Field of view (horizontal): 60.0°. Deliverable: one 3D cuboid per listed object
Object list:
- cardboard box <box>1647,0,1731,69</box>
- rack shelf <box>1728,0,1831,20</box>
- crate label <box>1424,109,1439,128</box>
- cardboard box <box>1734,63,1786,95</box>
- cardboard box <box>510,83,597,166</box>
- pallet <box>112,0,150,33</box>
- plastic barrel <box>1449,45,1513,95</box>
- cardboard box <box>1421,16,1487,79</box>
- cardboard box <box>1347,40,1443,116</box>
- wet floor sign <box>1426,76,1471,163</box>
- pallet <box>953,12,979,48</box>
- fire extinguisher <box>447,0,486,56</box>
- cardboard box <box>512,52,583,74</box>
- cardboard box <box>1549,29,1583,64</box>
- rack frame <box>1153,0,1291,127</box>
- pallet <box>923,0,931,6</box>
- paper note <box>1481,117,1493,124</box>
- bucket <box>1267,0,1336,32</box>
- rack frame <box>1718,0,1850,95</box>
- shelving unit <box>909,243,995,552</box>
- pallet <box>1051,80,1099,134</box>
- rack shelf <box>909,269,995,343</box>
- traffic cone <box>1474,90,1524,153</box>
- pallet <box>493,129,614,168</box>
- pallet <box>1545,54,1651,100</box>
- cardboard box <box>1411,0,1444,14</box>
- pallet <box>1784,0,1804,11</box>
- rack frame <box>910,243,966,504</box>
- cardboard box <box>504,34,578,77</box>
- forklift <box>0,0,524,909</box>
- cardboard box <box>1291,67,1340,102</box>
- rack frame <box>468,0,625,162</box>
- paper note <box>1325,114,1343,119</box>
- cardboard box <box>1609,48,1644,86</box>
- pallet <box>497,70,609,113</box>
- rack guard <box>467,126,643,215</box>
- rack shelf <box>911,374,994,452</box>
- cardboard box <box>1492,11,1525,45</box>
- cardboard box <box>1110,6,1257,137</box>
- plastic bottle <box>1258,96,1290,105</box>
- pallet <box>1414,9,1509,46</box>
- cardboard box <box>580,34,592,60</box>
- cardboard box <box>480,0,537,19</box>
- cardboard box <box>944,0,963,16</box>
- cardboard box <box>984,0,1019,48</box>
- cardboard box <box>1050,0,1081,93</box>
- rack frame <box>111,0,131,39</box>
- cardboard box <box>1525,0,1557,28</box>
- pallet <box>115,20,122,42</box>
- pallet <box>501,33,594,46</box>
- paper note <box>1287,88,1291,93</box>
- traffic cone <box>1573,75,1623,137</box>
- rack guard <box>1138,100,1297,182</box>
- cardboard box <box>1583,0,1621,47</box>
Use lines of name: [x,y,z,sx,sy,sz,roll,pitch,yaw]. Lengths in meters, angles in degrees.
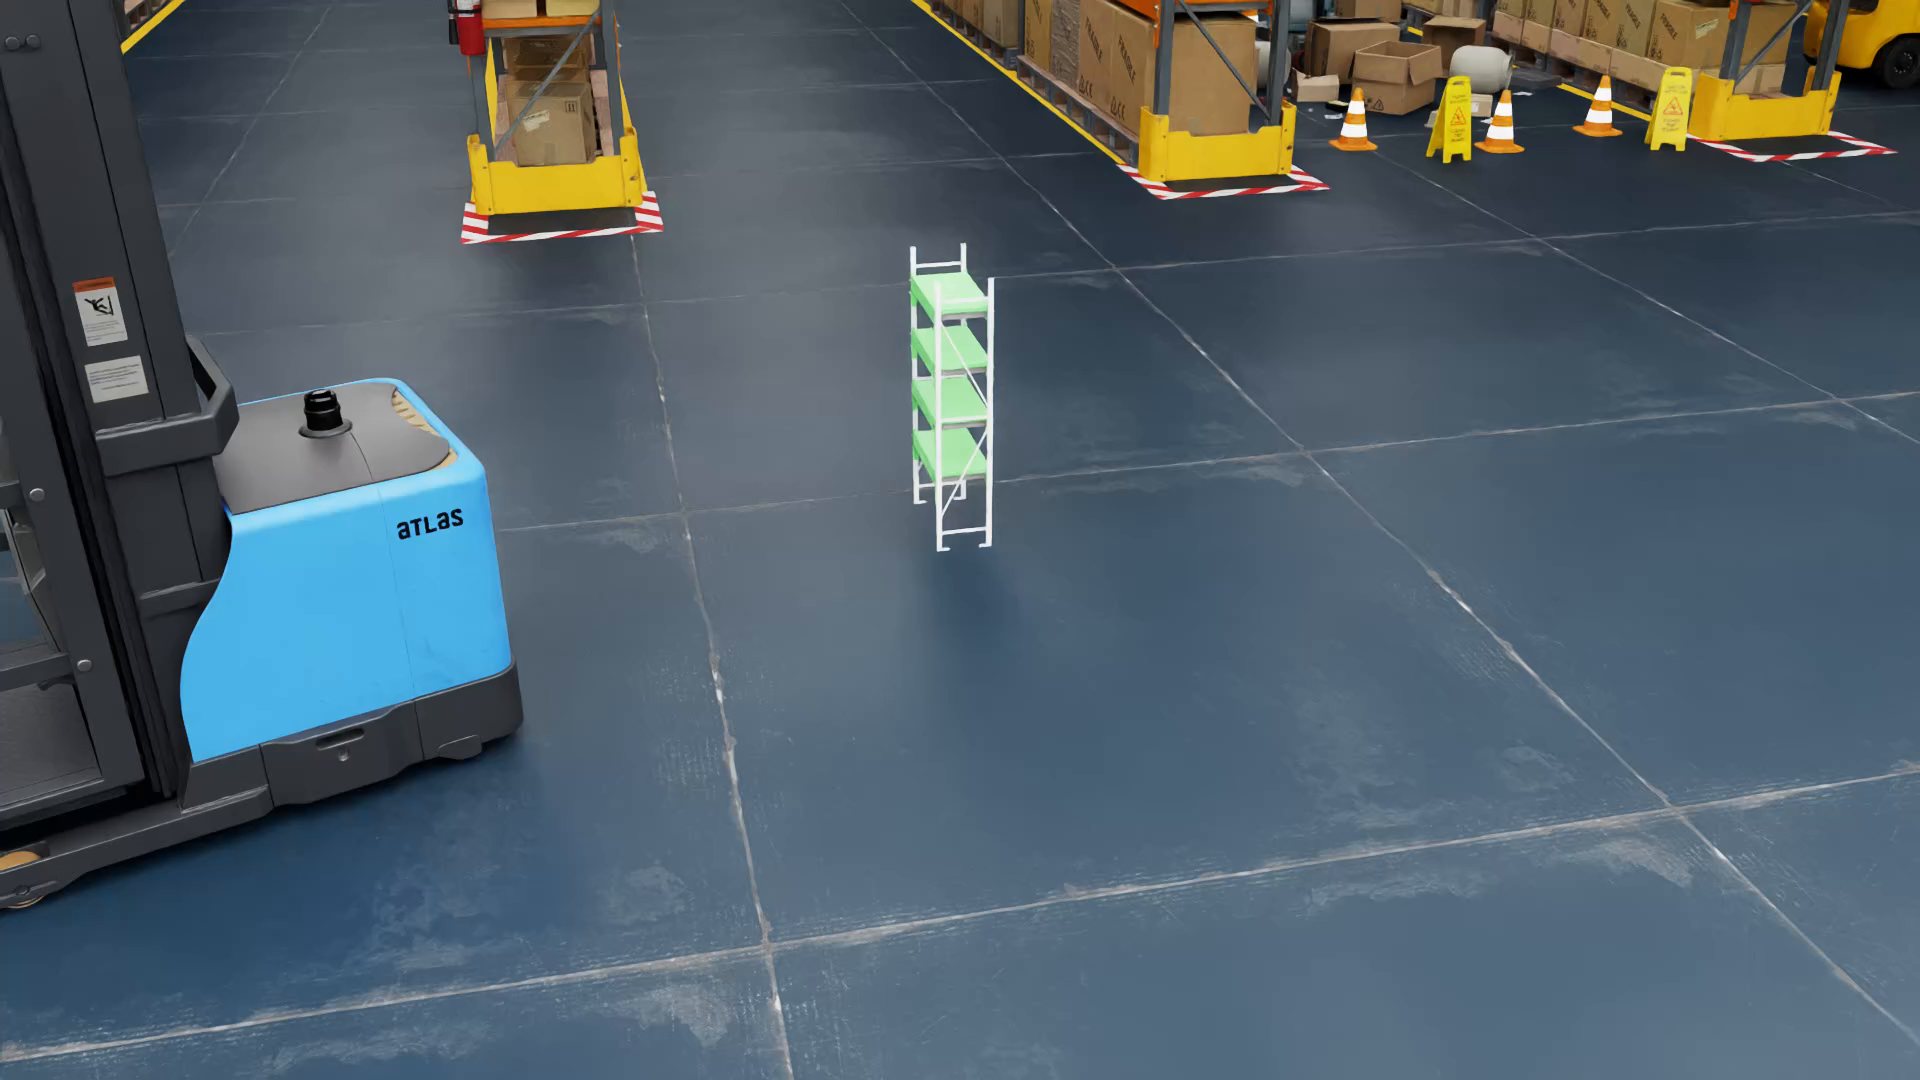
cardboard box: [6.333,-4.370,14.333,0.500,0.500,0.500,-6,27,-11]
rack shelf: [6.317,-5.307,15.234,1.077,0.370,4.000,-6,27,-12]
crate label: [4.172,-3.607,14.244,0.250,0.136,0.298,-23,35,-38]
cardboard box: [6.856,-4.092,14.615,0.500,0.250,0.500,-6,27,-12]
cardboard box: [-3.012,-3.091,12.354,0.500,0.500,0.500,-1,27,-2]
pallet: [-9.734,-5.850,18.606,1.003,0.211,1.213,-6,27,-12]
plastic barrel: [4.827,-4.353,15.405,0.512,0.421,0.421,13,30,24]
cardboard box: [4.782,-4.783,16.168,0.500,0.500,0.500,13,30,24]
cardboard box: [3.906,-4.150,14.913,0.637,0.503,0.797,19,32,32]
wet floor sign: [3.904,-3.341,13.152,0.267,0.644,0.232,-11,29,-20]
pallet: [0.541,-5.582,18.075,1.003,0.211,1.213,-6,27,-12]
fire extinguisher: [-3.310,-3.612,11.164,0.296,0.674,0.183,-6,27,-12]
cardboard box: [-3.302,-3.627,13.415,0.500,0.500,0.500,-3,27,-7]
cardboard box: [5.990,-4.714,15.846,0.500,0.250,0.500,-6,27,-12]
rack frame: [1.968,-4.203,12.249,1.000,3.000,0.127,-6,27,-12]
pallet: [-0.010,-6.814,20.515,1.003,0.211,1.213,-6,27,-12]
paper note: [4.616,-3.638,14.423,0.148,0.019,0.142,-16,31,-29]
bucket: [3.343,-5.351,16.468,0.726,0.611,0.620,3,17,6]
rack frame: [6.768,-4.750,13.332,1.000,3.000,0.127,-6,27,-12]
shelving unit: [-0.037,-0.608,7.124,0.258,1.200,0.503,-6,27,-12]
pallet: [1.440,-3.836,14.616,1.003,0.211,1.213,-6,27,-12]
rack shelf: [-0.037,-0.980,6.936,0.258,0.148,0.480,-6,27,-12]
traffic cone: [4.409,-3.414,13.499,0.336,0.463,0.334,-6,27,-12]
pallet: [-3.053,-2.893,12.747,1.003,0.211,1.213,-6,27,-12]
pallet: [6.331,-4.434,15.800,1.003,0.211,1.213,-6,27,-12]
cardboard box: [5.581,-6.066,18.389,0.950,0.372,0.625,-4,27,-8]
pallet: [10.219,-6.623,20.138,1.003,0.211,1.213,-6,27,-12]
rack frame: [-0.092,-0.715,7.336,0.240,1.200,0.015,-6,27,-12]
cardboard box: [-3.601,-4.141,14.434,0.500,0.500,0.500,2,27,5]
forklift: [-3.046,-0.418,4.826,3.031,2.935,1.130,-16,31,-29]
cardboard box: [3.248,-4.171,15.219,0.396,0.266,0.258,-1,27,-3]
rack frame: [-2.887,-3.744,11.339,1.000,3.000,0.127,-6,27,-12]
paper note: [3.278,-3.720,14.587,0.144,0.017,0.142,3,27,6]
cardboard box: [6.215,-4.266,14.958,0.500,0.250,0.500,-6,27,-11]
pallet: [-3.603,-3.964,14.869,1.003,0.211,1.213,-6,27,-12]
rack guard: [-2.904,-2.661,11.968,1.175,0.500,0.348,-6,27,-12]
rack shelf: [-0.037,-0.551,7.152,0.258,0.148,0.480,-6,27,-12]
cardboard box: [5.736,-5.180,16.769,0.500,0.250,0.500,-7,28,-14]
cardboard box: [1.751,-3.733,13.209,0.875,0.875,0.875,-6,27,-11]
plastic bottle: [2.859,-4.002,15.110,0.283,0.061,0.133,-16,31,-29]
pallet: [5.690,-5.603,18.117,1.003,0.211,1.213,-6,27,-12]
cardboard box: [-3.906,-4.852,15.820,0.700,0.500,0.500,-8,28,-16]
cardboard box: [-3.152,-3.736,11.602,0.380,0.149,0.250,-6,27,-12]
cardboard box: [0.415,-6.238,18.312,1.050,0.750,0.750,-6,27,-11]
cardboard box: [0.839,-5.406,16.662,1.050,0.750,0.750,-6,27,-12]
cardboard box: [1.347,-4.520,14.767,0.875,0.875,0.875,-6,27,-11]
rack frame: [-9.516,-6.753,17.300,1.000,3.000,0.127,-6,27,-12]
cardboard box: [5.869,-5.281,16.137,0.500,0.500,0.500,-5,27,-10]
pallet: [-9.379,-5.164,17.247,1.003,0.211,1.213,-6,27,-12]
pallet: [-4.244,-5.133,17.186,1.003,0.211,1.213,-6,27,-12]
paper note: [3.156,-4.220,15.585,0.172,0.023,0.155,3,27,6]
traffic cone: [5.414,-3.676,14.018,0.336,0.463,0.334,-6,27,-12]
rack guard: [1.973,-3.077,12.791,1.175,0.500,0.348,-6,27,-12]
cardboard box: [6.106,-4.821,15.226,0.500,0.500,0.500,-7,28,-13]
